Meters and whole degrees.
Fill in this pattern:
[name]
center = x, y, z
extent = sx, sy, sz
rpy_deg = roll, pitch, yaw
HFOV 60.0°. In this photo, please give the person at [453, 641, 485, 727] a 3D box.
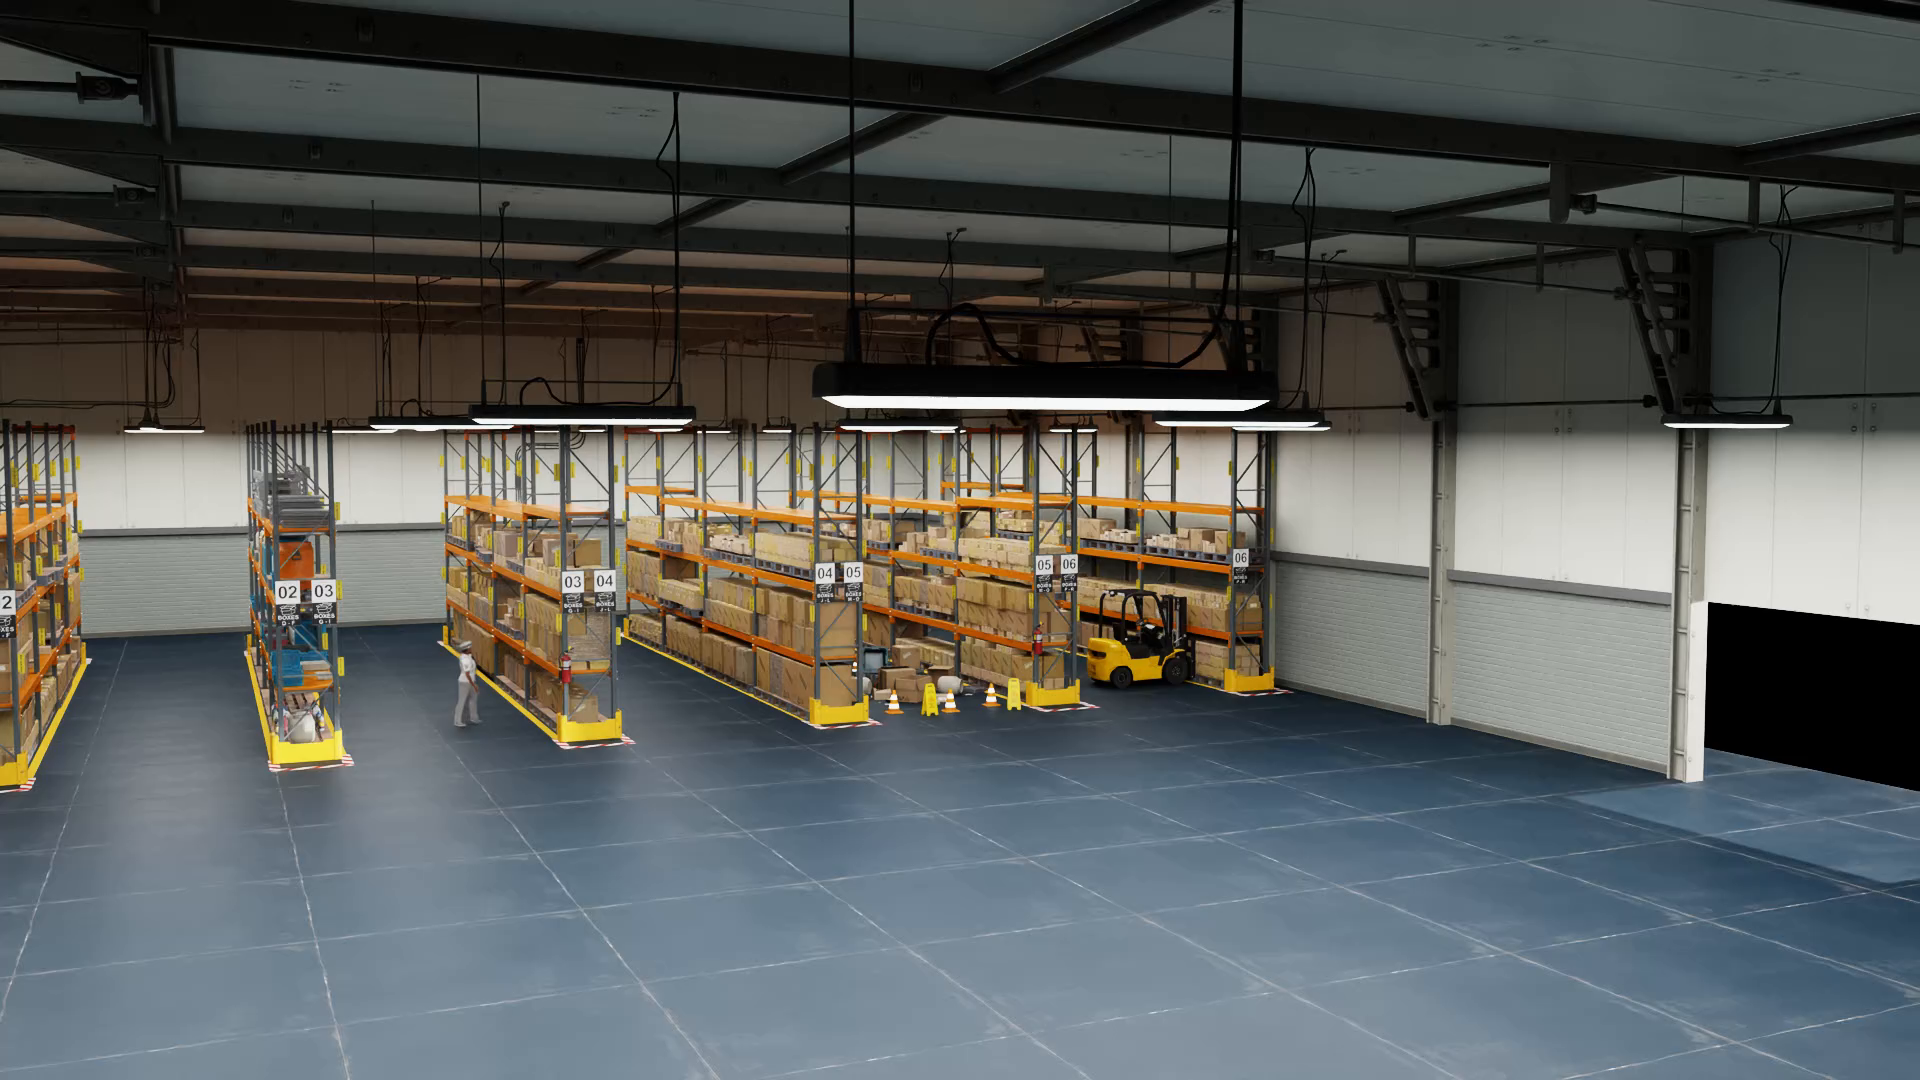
[person]
center = -9.743, 2.850, 32.960
extent = 0.527, 1.721, 0.635
rpy_deg = 0, 4, -2
